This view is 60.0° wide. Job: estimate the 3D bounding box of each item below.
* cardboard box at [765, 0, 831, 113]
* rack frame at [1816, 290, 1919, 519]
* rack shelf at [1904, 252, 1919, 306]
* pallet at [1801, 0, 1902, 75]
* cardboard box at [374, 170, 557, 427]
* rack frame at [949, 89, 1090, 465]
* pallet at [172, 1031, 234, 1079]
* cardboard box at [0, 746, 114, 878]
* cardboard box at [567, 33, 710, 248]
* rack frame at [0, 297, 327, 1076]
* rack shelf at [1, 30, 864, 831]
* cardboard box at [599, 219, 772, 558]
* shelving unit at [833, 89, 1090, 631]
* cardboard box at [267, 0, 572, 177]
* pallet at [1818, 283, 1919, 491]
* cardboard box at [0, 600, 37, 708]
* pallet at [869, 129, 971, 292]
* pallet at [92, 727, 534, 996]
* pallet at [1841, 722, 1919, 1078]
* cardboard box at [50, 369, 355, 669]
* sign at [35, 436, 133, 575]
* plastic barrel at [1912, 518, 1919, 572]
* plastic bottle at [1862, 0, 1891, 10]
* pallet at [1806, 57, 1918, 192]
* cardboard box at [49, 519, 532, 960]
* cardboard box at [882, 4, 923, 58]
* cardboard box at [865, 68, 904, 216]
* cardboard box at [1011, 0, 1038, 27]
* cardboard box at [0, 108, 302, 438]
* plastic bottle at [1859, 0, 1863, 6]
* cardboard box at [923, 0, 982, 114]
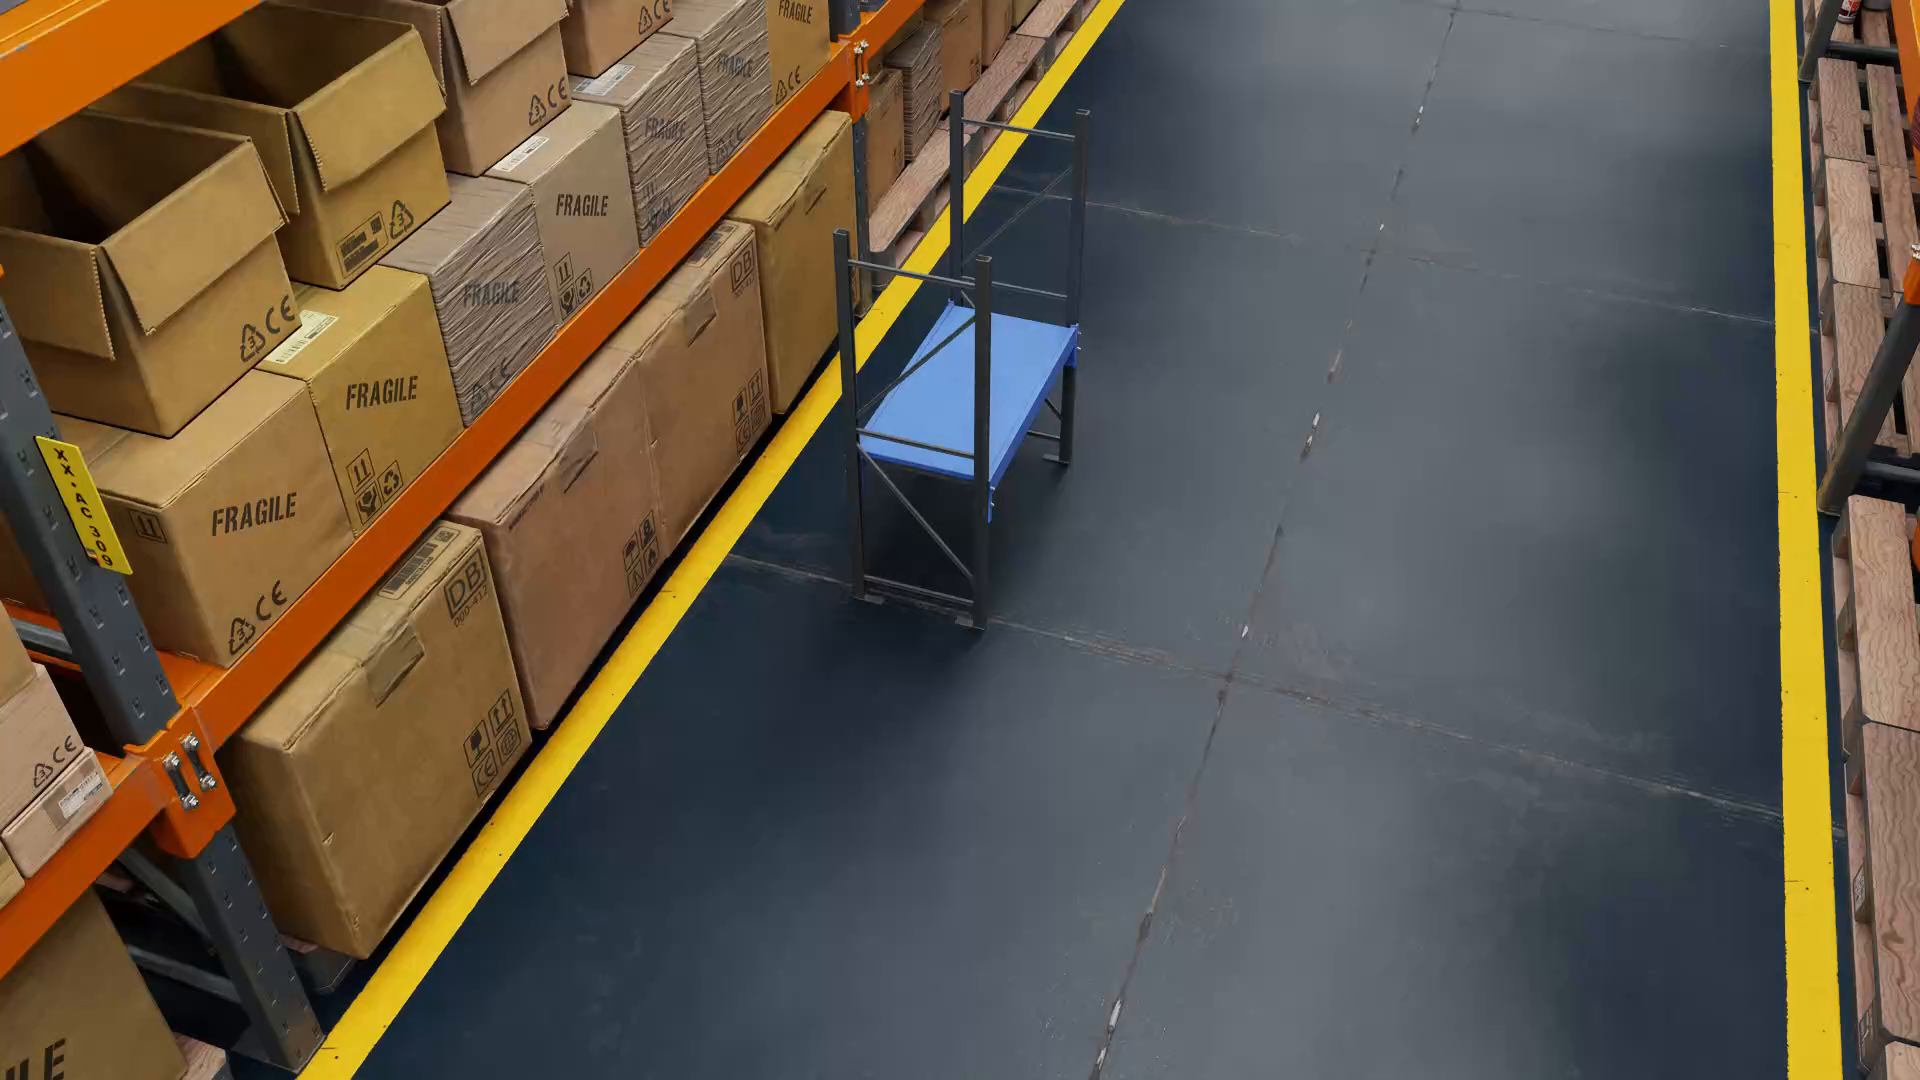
[{"bbox_3d":[-0.819,-1.949,6.146,0.500,0.500,0.500,15,43,16],"label":"cardboard box"},{"bbox_3d":[3.771,-1.168,5.308,1.000,3.000,0.127,13,42,15],"label":"rack frame"},{"bbox_3d":[3.087,0.326,4.111,1.077,0.370,4.000,13,42,15],"label":"rack shelf"},{"bbox_3d":[5.408,-2.947,9.541,1.003,0.211,1.213,13,42,15],"label":"pallet"},{"bbox_3d":[-1.516,-0.702,4.685,0.500,0.500,0.500,12,42,14],"label":"cardboard box"},{"bbox_3d":[0.203,-0.933,6.188,0.500,1.500,0.032,13,42,15],"label":"rack frame"},{"bbox_3d":[-2.585,1.680,4.118,1.003,0.211,1.213,13,42,15],"label":"pallet"},{"bbox_3d":[-2.048,0.527,3.515,0.380,0.149,0.250,14,42,15],"label":"cardboard box"},{"bbox_3d":[-1.170,-1.329,5.419,0.500,0.500,0.500,12,42,14],"label":"cardboard box"},{"bbox_3d":[-2.251,0.173,3.736,1.000,3.000,0.127,13,42,15],"label":"rack frame"},{"bbox_3d":[-1.567,-0.773,5.400,1.077,0.370,4.000,13,42,15],"label":"rack shelf"},{"bbox_3d":[-1.451,-0.660,6.026,1.225,0.875,0.875,13,42,15],"label":"cardboard box"},{"bbox_3d":[0.029,-0.623,5.824,0.538,1.500,1.048,13,42,15],"label":"shelving unit"},{"bbox_3d":[-1.597,-1.437,4.773,0.797,0.503,0.637,15,43,16],"label":"cardboard box"},{"bbox_3d":[4.072,-0.571,6.756,1.003,0.211,1.213,13,42,15],"label":"pallet"},{"bbox_3d":[-2.157,0.171,3.047,0.500,0.500,0.500,14,43,16],"label":"cardboard box"},{"bbox_3d":[-0.615,-1.682,8.059,1.003,0.211,1.213,13,42,15],"label":"pallet"},{"bbox_3d":[-2.058,0.746,5.213,1.003,0.211,1.213,13,42,15],"label":"pallet"},{"bbox_3d":[3.122,1.125,4.769,1.003,0.211,1.213,13,42,15],"label":"pallet"},{"bbox_3d":[-1.859,-0.090,3.968,0.500,0.500,0.500,13,42,15],"label":"cardboard box"},{"bbox_3d":[-1.729,-0.064,3.287,0.100,0.325,0.005,13,42,15],"label":"sign"},{"bbox_3d":[3.620,-0.200,5.521,0.600,0.830,0.708,13,42,15],"label":"plastic barrel"},{"bbox_3d":[5.224,-3.192,9.382,0.144,0.351,0.185,13,42,15],"label":"plastic bottle"},{"bbox_3d":[4.907,-2.059,8.501,1.003,0.211,1.213,13,42,15],"label":"pallet"},{"bbox_3d":[-2.051,0.426,4.753,1.225,0.875,0.875,13,42,15],"label":"cardboard box"},{"bbox_3d":[-0.511,-2.510,7.890,0.500,0.250,0.500,18,44,20],"label":"cardboard box"},{"bbox_3d":[-0.673,-1.896,7.749,0.700,0.500,0.500,11,42,13],"label":"cardboard box"},{"bbox_3d":[0.074,-3.267,9.355,0.700,0.500,0.500,13,42,15],"label":"cardboard box"},{"bbox_3d":[-2.040,-0.638,3.837,0.797,0.503,0.637,12,42,14],"label":"cardboard box"},{"bbox_3d":[5.088,-3.224,9.419,0.144,0.351,0.185,12,42,14],"label":"plastic bottle"},{"bbox_3d":[-0.308,-2.585,8.556,0.700,0.500,0.500,17,43,19],"label":"cardboard box"}]
